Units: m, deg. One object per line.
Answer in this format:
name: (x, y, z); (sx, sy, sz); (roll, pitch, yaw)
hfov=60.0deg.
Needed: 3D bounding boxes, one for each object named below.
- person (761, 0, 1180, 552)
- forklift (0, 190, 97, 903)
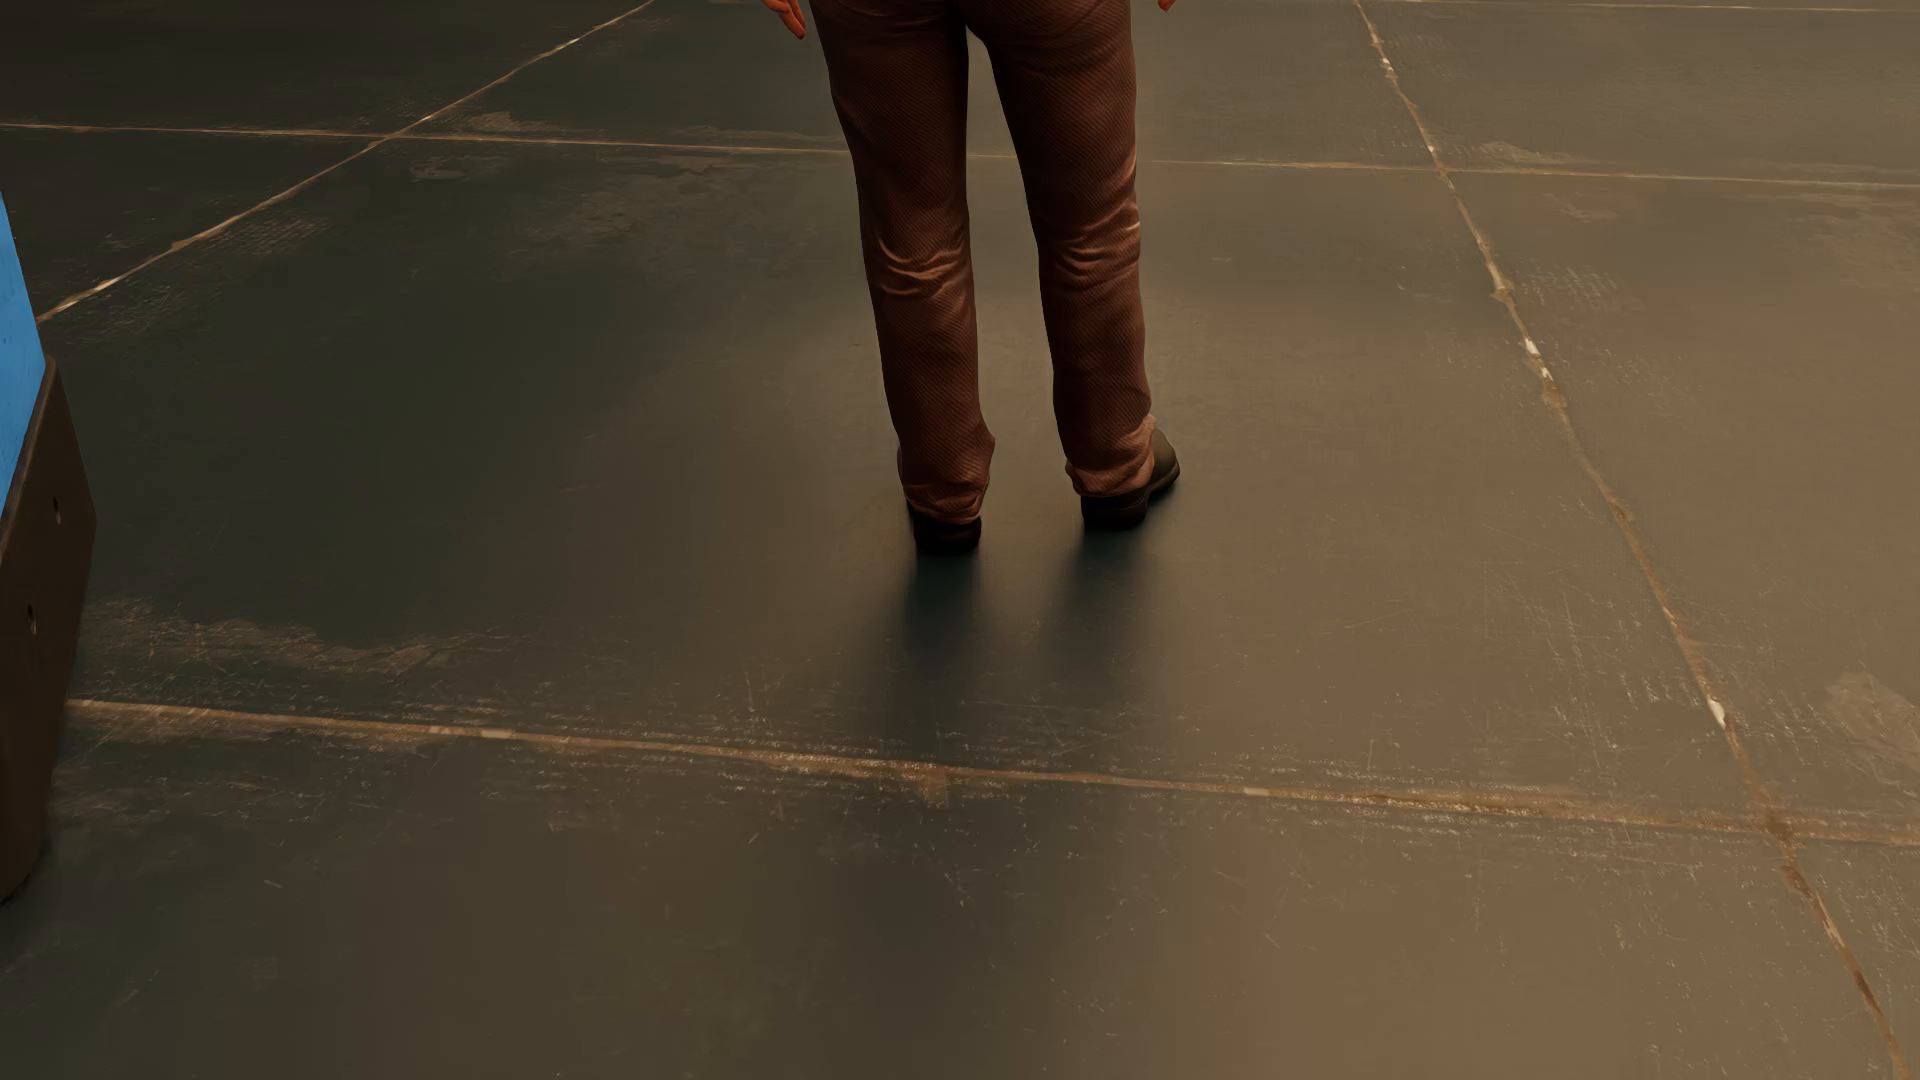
person: (0.016, -0.804, 2.167); (0.633, 1.721, 0.568); (3, 27, 7)
forklift: (-2.502, -0.854, 0.929); (3.031, 2.935, 1.130); (-10, 28, -19)
